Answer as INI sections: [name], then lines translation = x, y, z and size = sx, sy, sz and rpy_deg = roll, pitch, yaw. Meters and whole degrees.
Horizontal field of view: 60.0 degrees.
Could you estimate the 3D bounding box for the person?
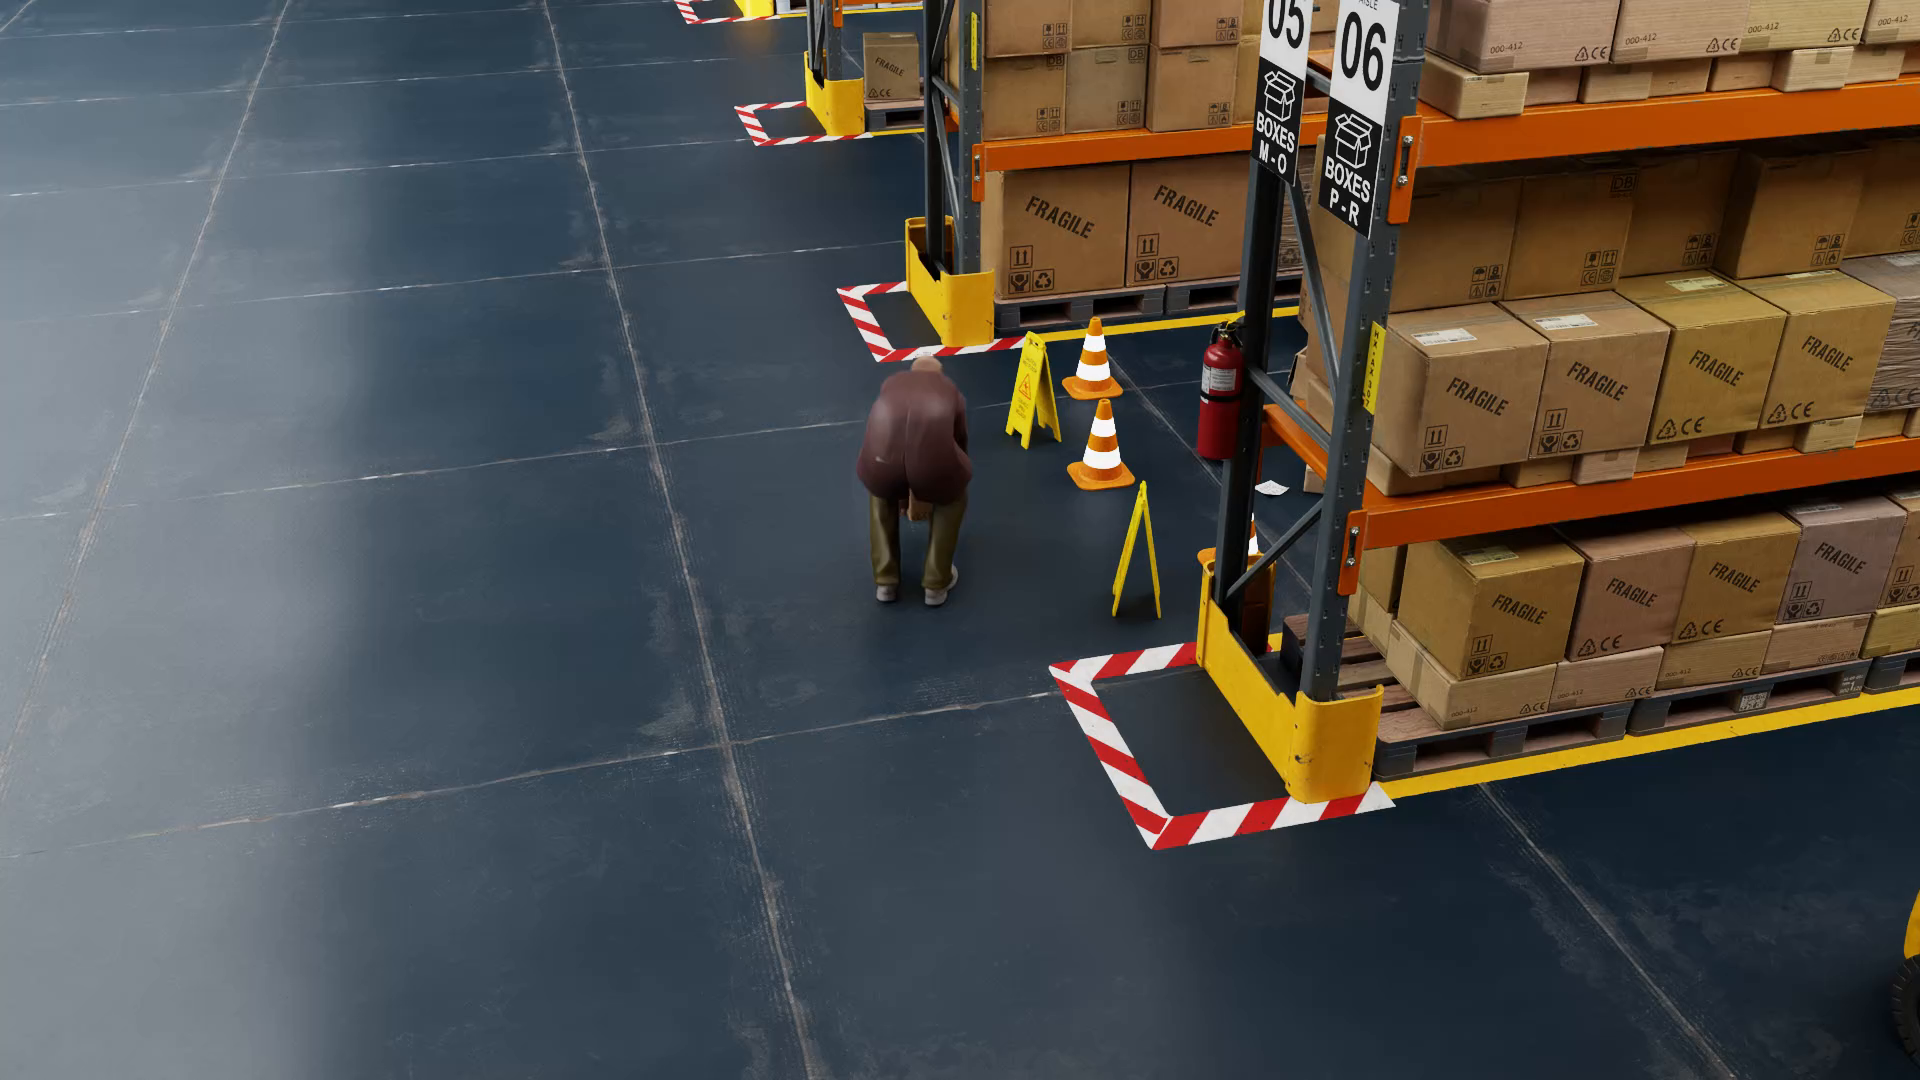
[person]
translation = -0.248, -0.520, 7.874
size = 0.631, 1.773, 0.427
rpy_deg = 4, 30, 7
